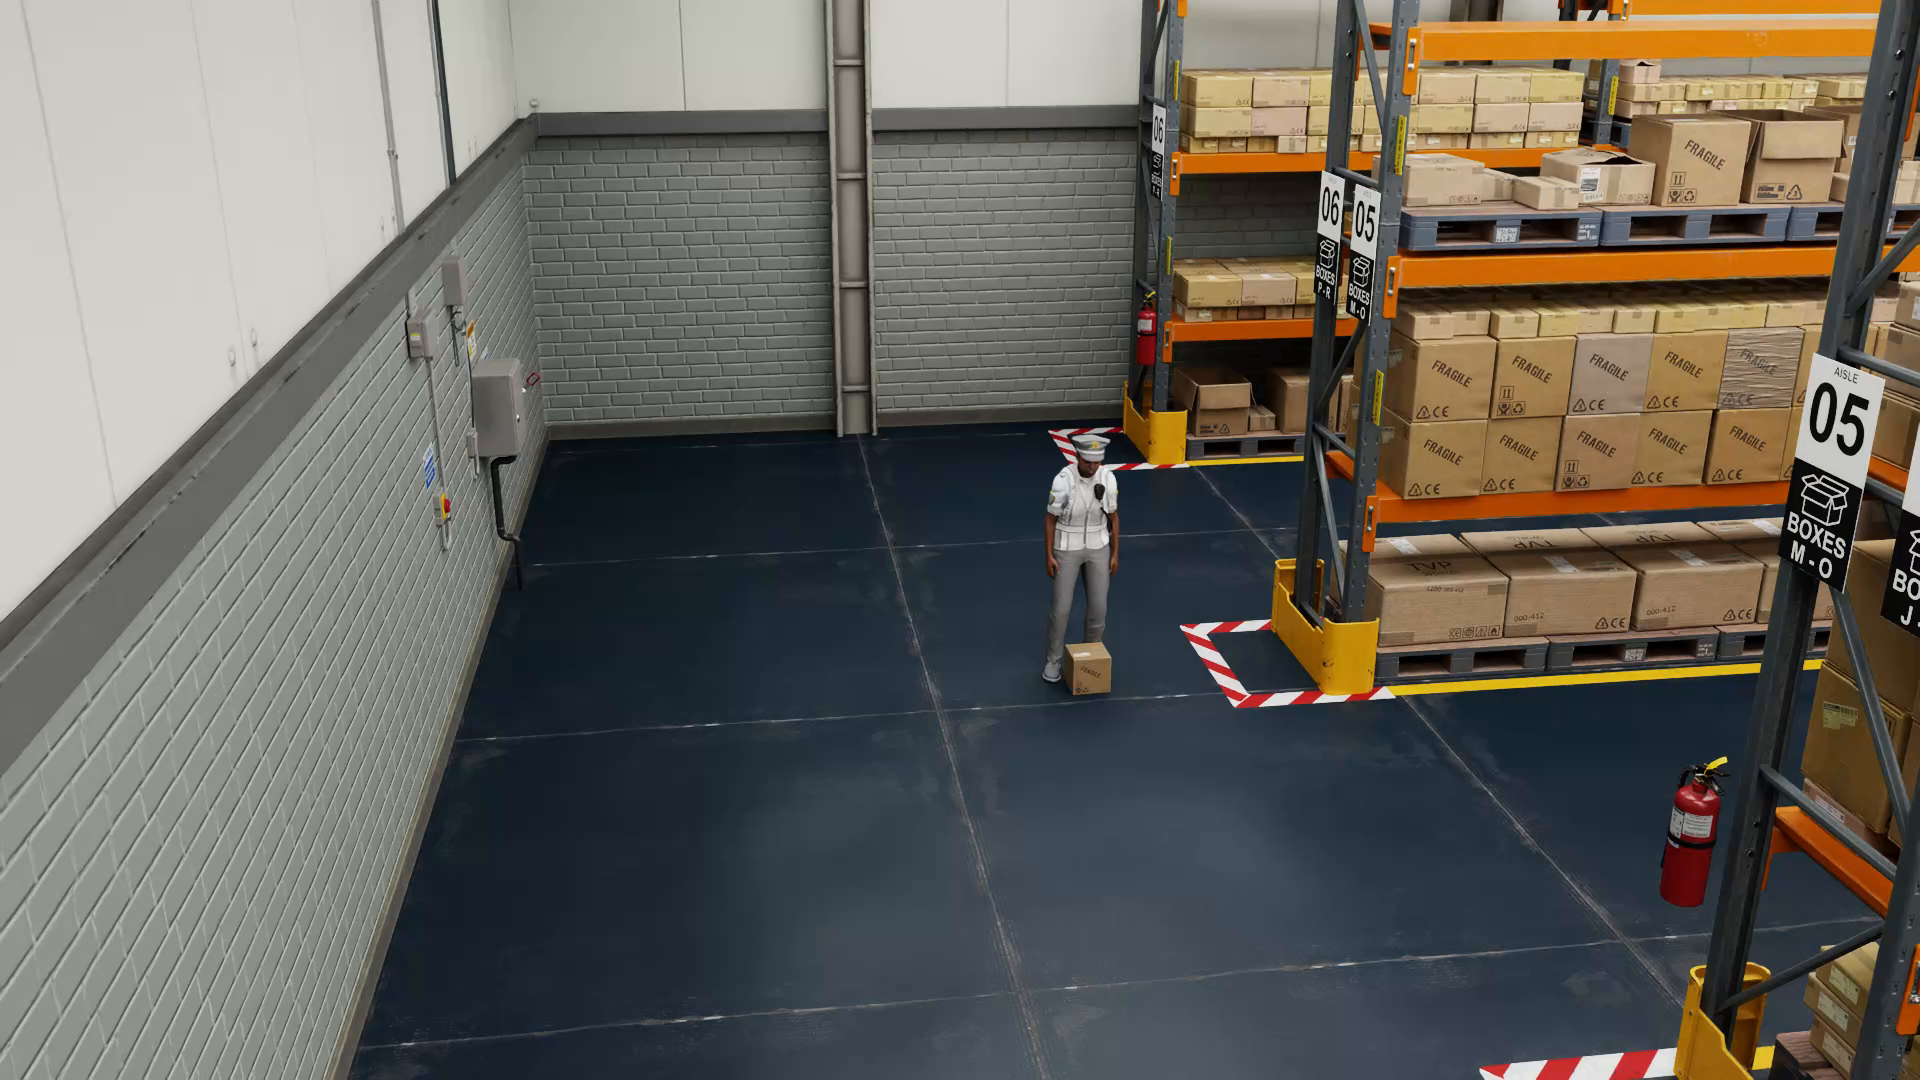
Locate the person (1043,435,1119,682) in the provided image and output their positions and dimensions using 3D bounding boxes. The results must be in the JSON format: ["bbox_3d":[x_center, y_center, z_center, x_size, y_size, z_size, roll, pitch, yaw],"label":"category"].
[{"bbox_3d":[0.786,0.098,10.809,0.508,1.659,0.396,-3,20,-8],"label":"person"}]
